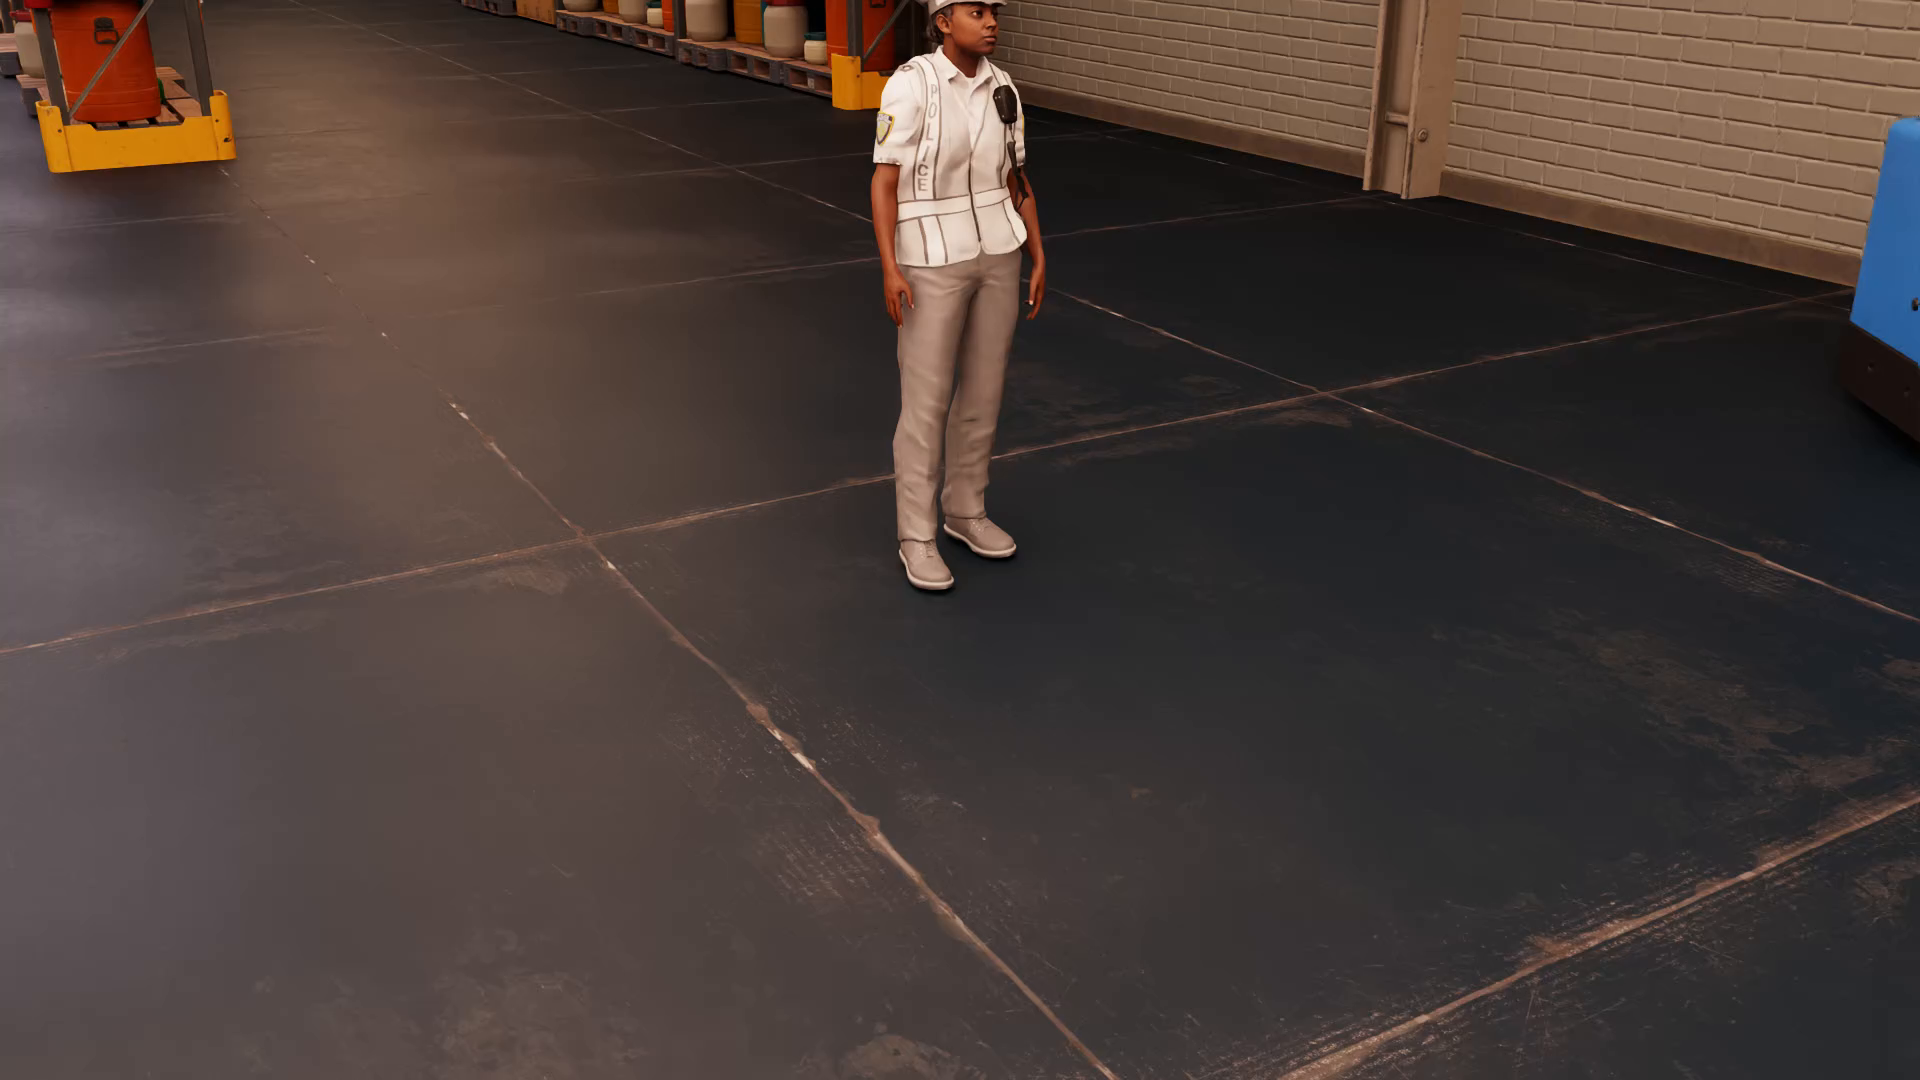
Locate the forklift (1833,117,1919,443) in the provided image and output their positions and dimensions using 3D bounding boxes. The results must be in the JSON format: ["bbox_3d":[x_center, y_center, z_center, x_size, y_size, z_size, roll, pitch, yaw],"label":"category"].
[{"bbox_3d":[4.858,-1.694,5.401,3.031,2.935,1.130,2,22,4],"label":"forklift"}]

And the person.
[{"bbox_3d":[0.020,-0.762,4.741,0.569,1.694,0.530,-12,25,-28],"label":"person"}]
